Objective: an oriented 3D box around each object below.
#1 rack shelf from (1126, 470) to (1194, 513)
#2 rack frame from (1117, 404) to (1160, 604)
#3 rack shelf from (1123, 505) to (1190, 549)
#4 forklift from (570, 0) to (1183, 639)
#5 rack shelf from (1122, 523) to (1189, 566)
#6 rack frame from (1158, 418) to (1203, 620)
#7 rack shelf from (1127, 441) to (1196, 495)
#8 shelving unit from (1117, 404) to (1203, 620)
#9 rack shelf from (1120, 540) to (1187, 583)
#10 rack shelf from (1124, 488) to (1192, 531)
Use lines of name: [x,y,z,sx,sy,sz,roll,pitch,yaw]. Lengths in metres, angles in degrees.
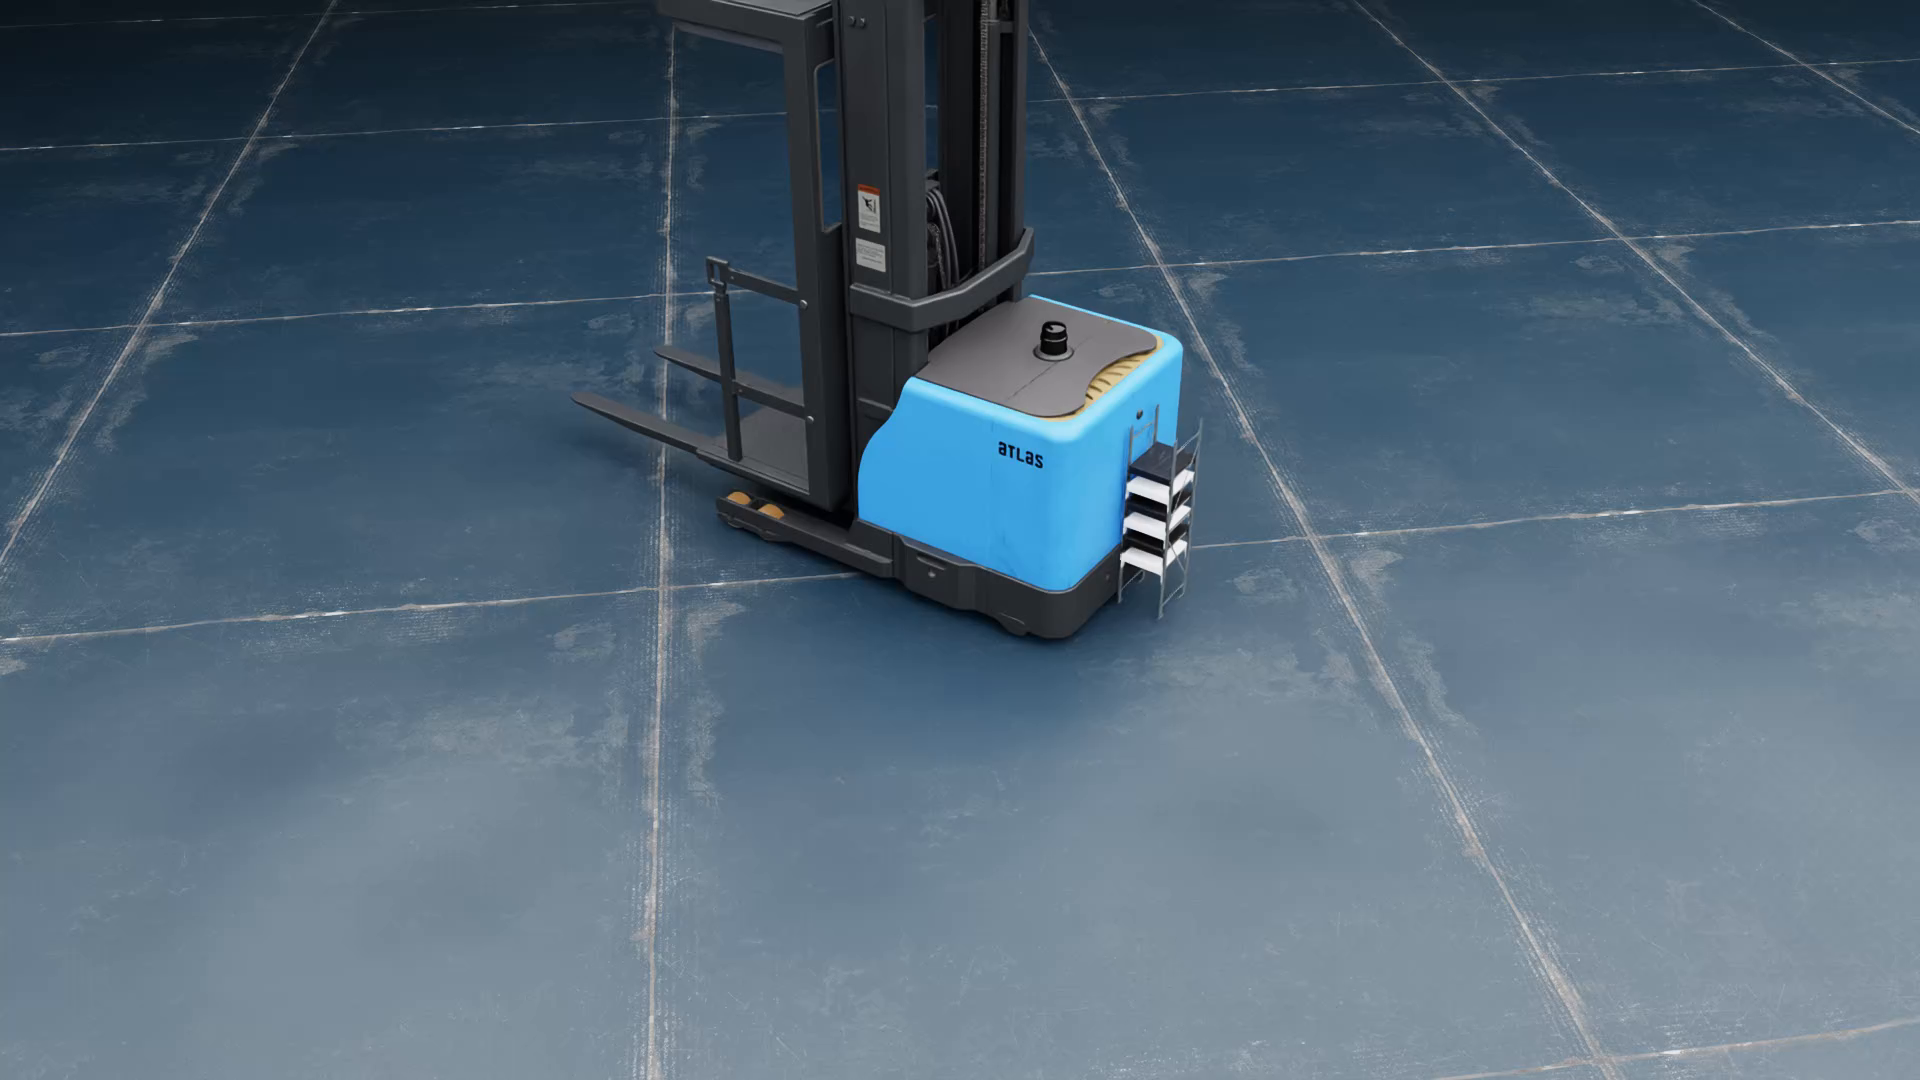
rack shelf: [0.851,-0.232,7.030,0.200,0.077,0.258,21,40,28]
rack frame: [0.766,-0.144,7.160,0.006,0.900,0.240,21,40,28]
rack shelf: [0.850,-0.084,7.132,0.200,0.077,0.258,21,40,28]
forklift: [-0.536,-1.433,7.250,3.031,2.935,1.130,21,39,28]
rack shelf: [0.849,-0.010,7.183,0.200,0.077,0.258,21,40,28]
rack frame: [0.934,-0.078,7.066,0.006,0.900,0.240,21,40,28]
rack shelf: [0.851,-0.306,6.979,0.200,0.077,0.258,21,40,28]
shelving unit: [0.850,-0.111,7.113,0.210,0.900,0.258,21,40,28]
rack shelf: [0.849,0.065,7.233,0.200,0.077,0.258,21,40,28]
rack shelf: [0.850,-0.158,7.081,0.200,0.077,0.258,21,40,28]
